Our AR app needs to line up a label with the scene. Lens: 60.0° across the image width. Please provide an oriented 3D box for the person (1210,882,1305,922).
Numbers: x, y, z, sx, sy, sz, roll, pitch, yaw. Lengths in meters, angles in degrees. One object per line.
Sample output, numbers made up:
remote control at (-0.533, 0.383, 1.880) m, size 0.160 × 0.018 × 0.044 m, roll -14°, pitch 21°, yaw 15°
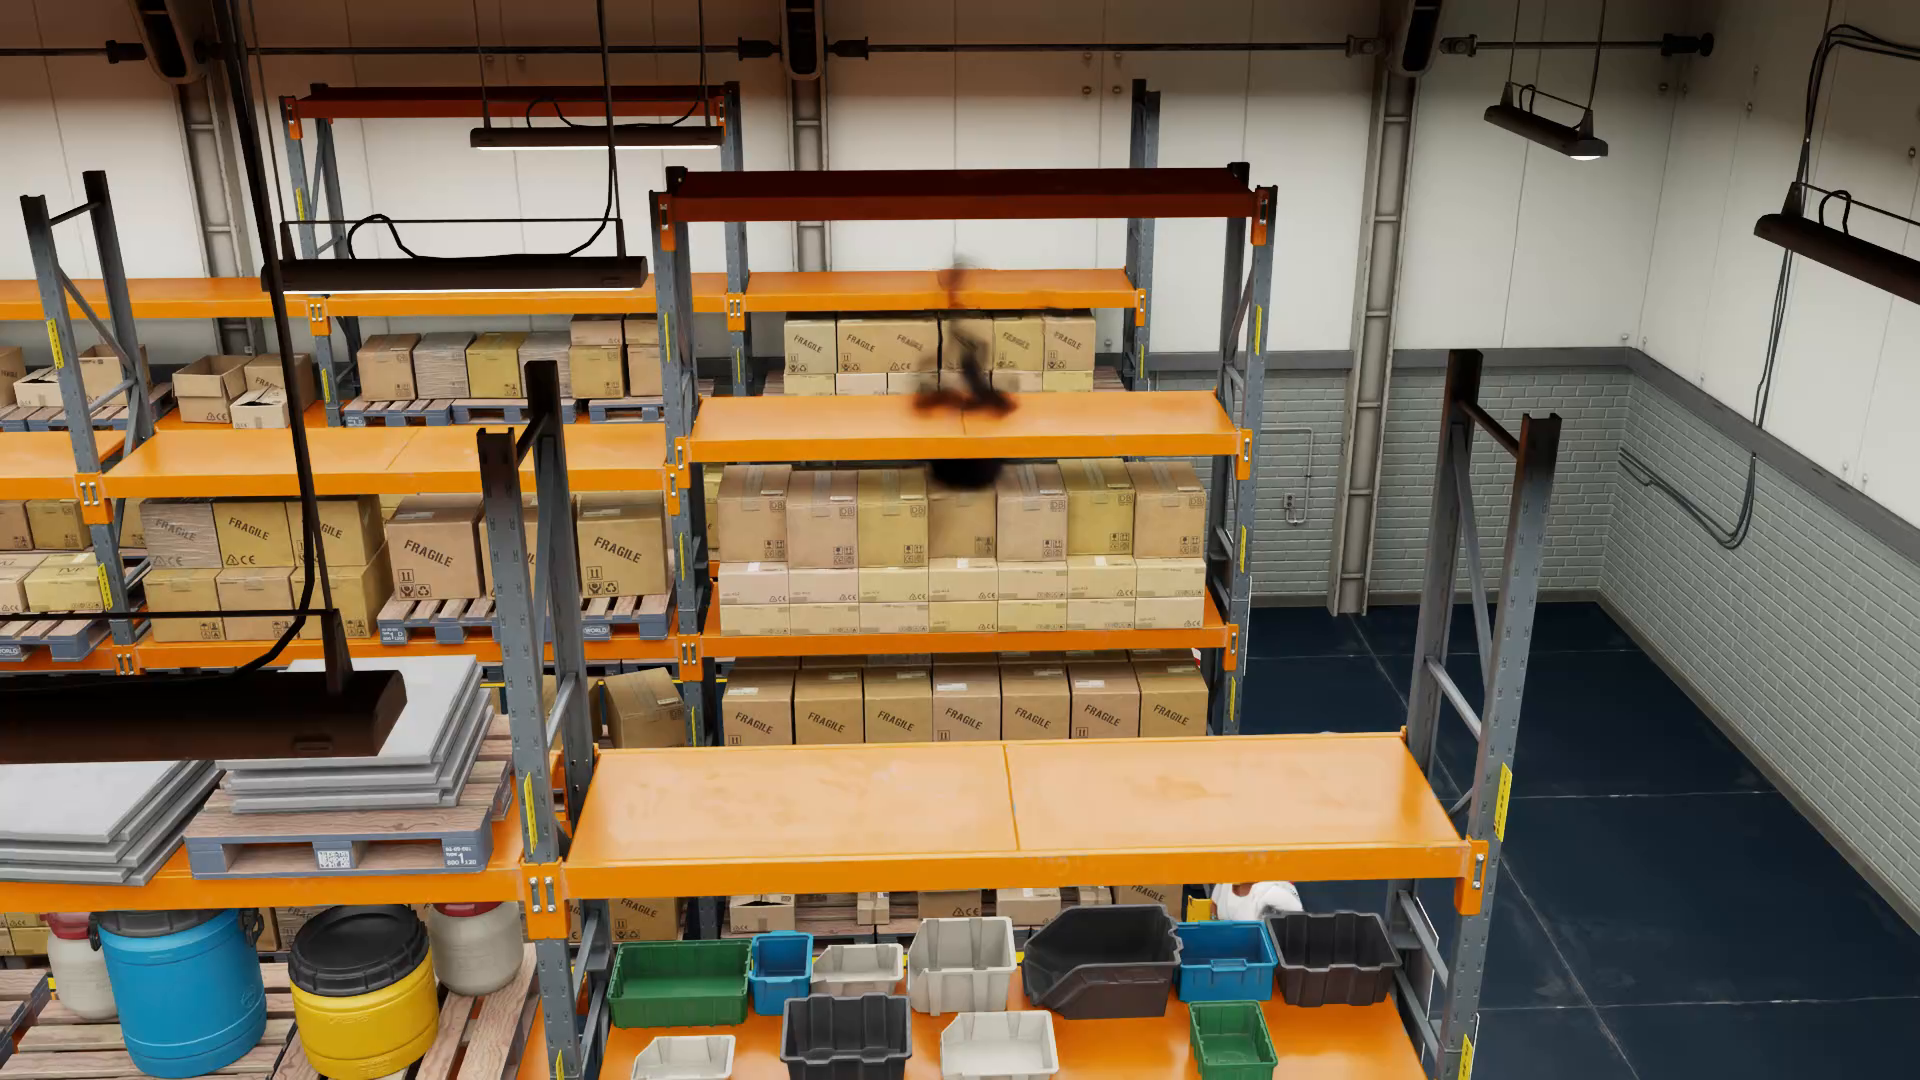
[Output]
person at (2.039, 2.900, 11.707) m, size 0.654 × 1.695 × 0.745 m, roll -12°, pitch 25°, yaw -28°
